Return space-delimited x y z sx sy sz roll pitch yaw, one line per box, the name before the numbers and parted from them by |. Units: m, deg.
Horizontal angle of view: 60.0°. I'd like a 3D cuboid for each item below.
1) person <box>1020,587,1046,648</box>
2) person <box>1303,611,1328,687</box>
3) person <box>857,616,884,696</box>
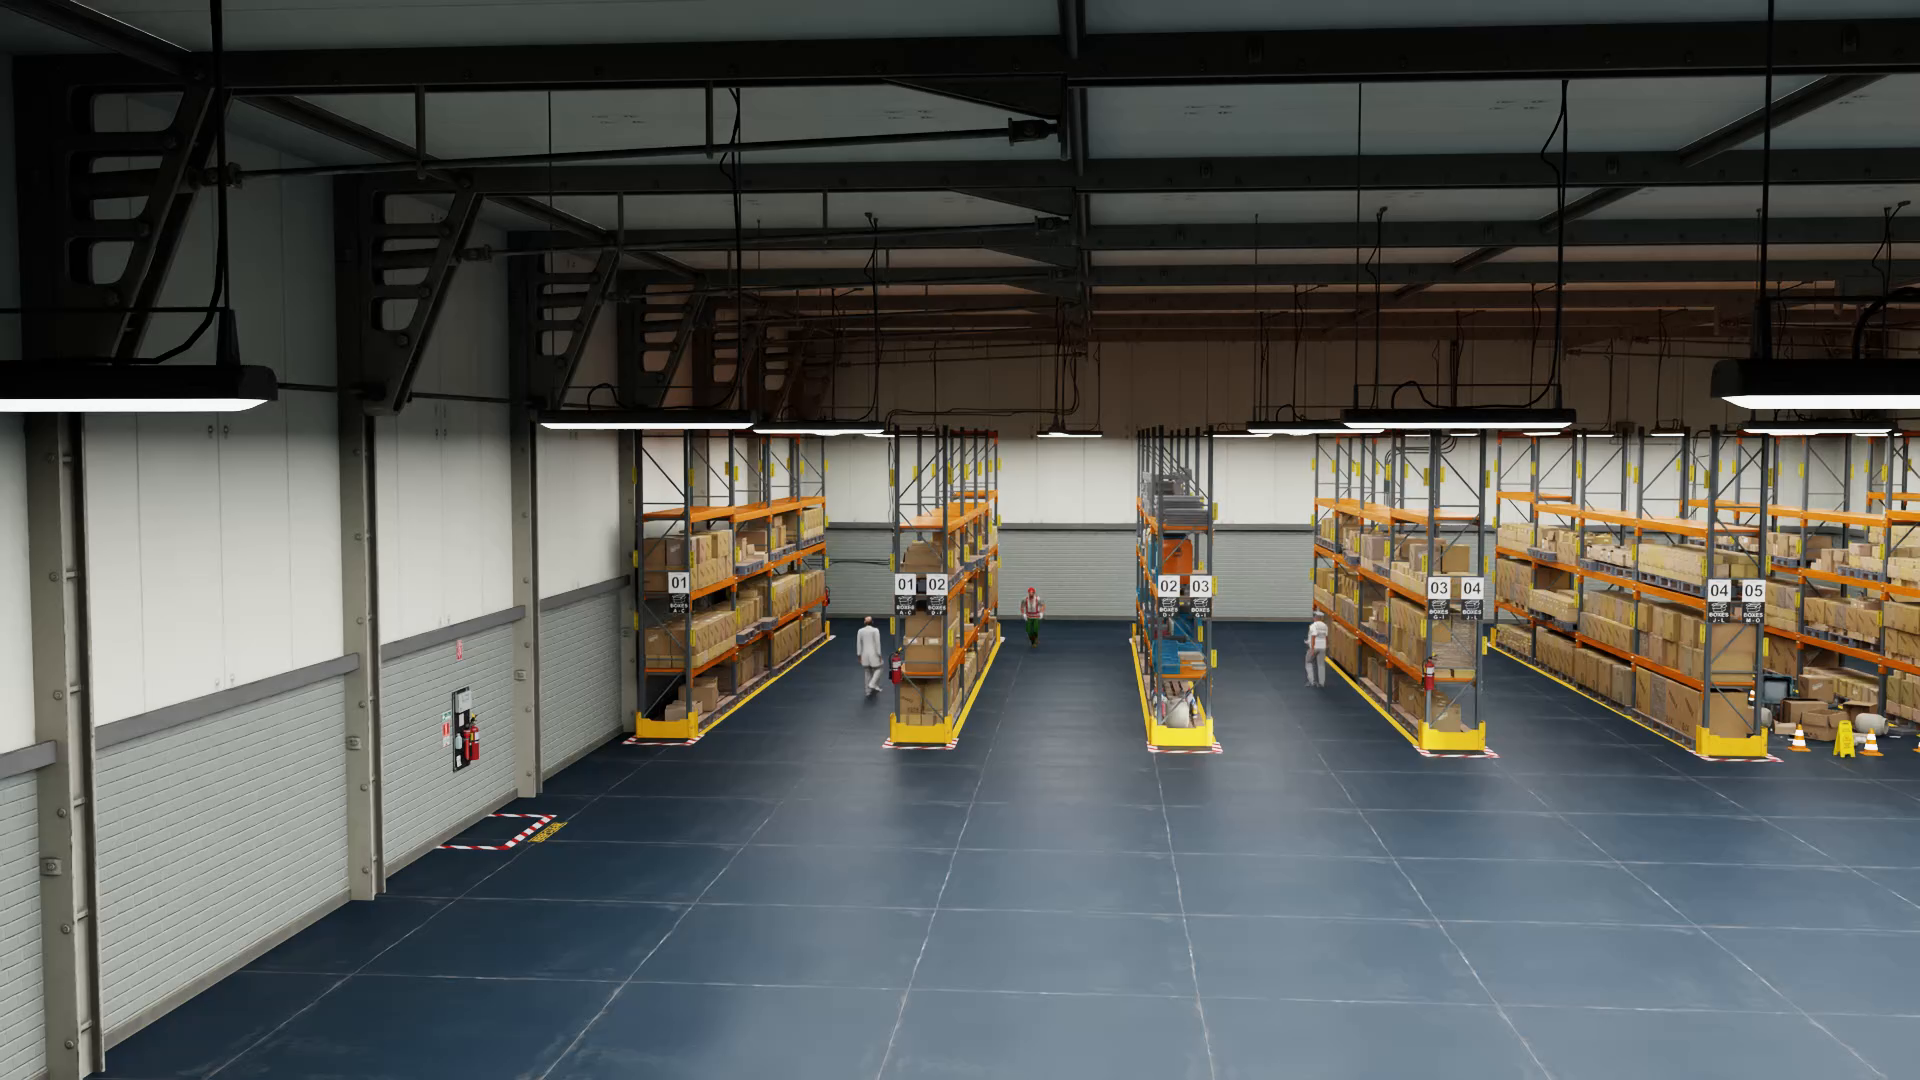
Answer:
person | 2.004 2.137 45.769 0.689 1.686 0.617 1 3 11
person | 8.293 2.557 38.469 0.551 1.813 0.540 -1 4 -12
person | -2.022 2.601 37.247 0.626 1.754 0.572 1 4 14
